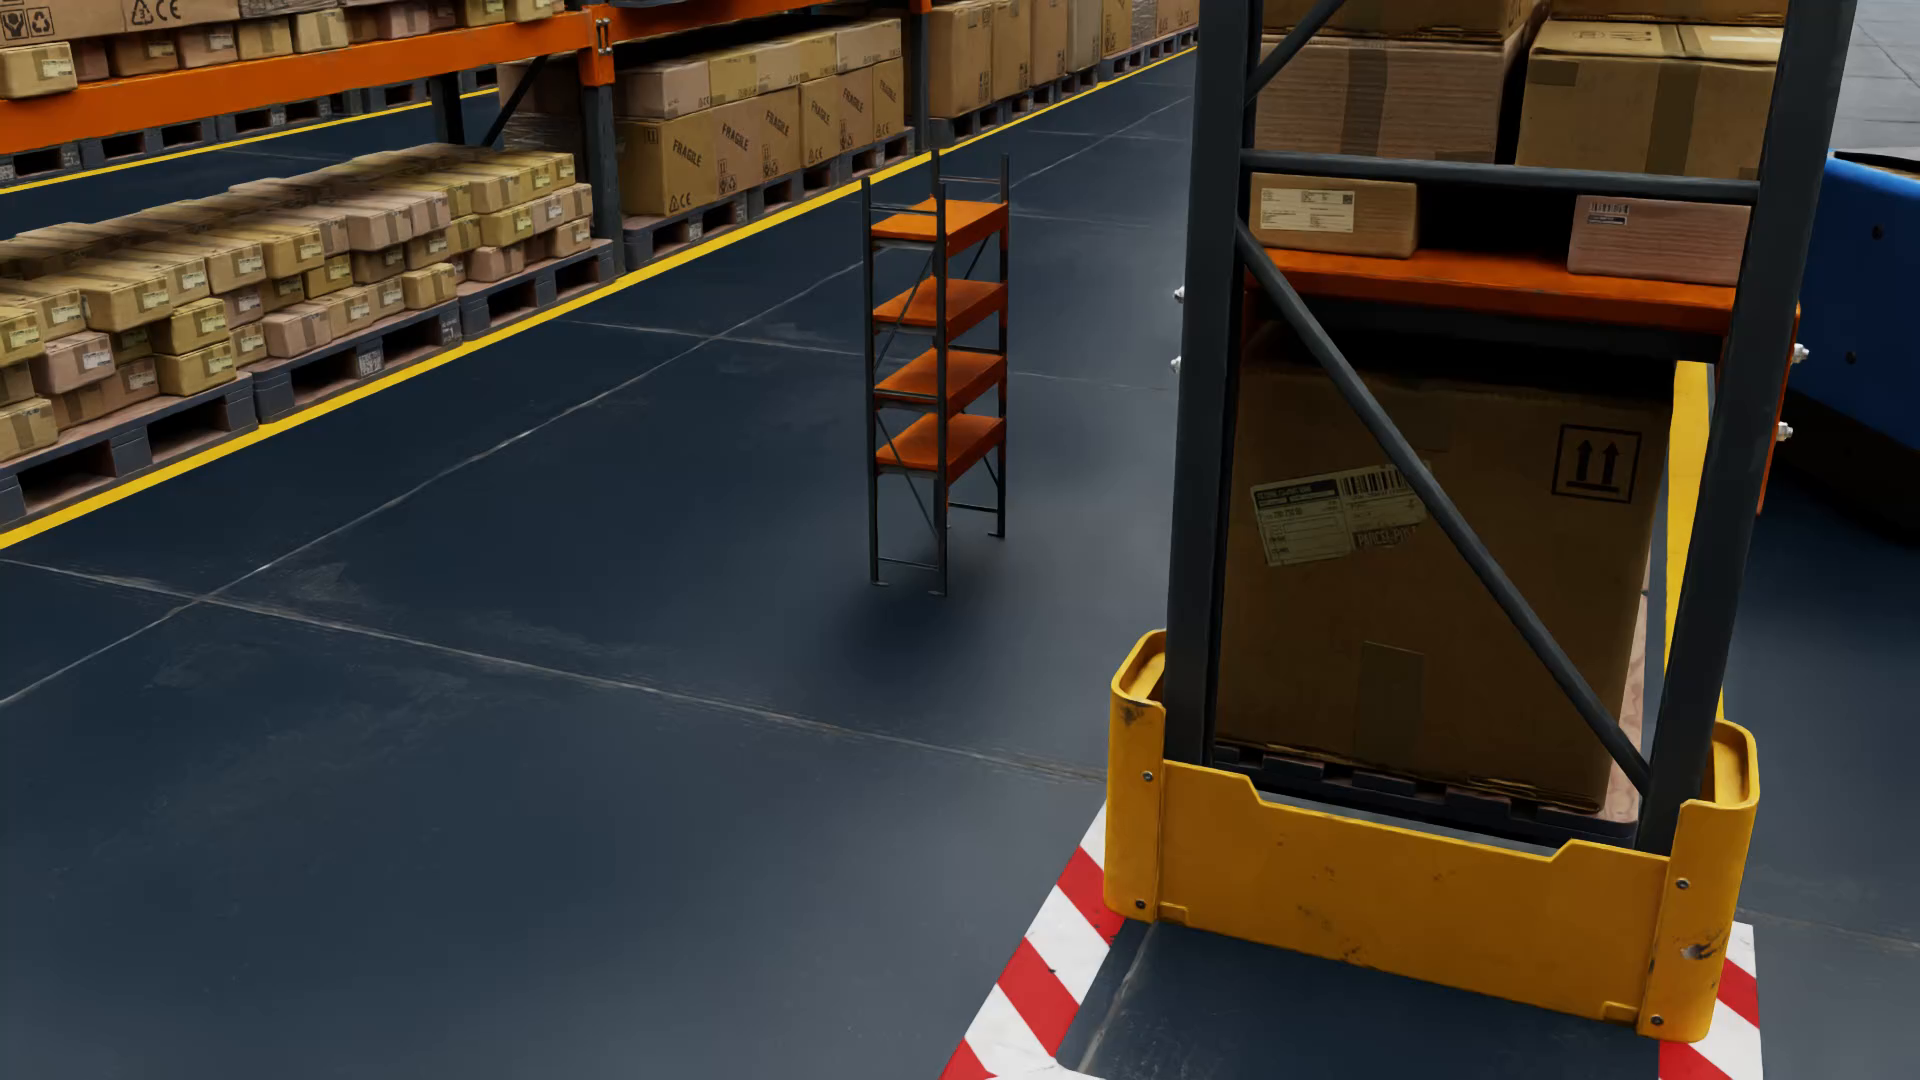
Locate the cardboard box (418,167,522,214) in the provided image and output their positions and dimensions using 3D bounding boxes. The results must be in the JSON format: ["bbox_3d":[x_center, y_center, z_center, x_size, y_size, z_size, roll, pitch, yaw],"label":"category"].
[{"bbox_3d":[-2.223,-1.587,7.540,0.380,0.149,0.250,9,24,20],"label":"cardboard box"}]

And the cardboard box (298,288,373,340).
[{"bbox_3d":[-2.621,-0.930,6.739,0.380,0.149,0.250,9,24,20],"label":"cardboard box"}]

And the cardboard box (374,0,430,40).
[{"bbox_3d":[-2.418,-2.149,6.830,0.380,0.149,0.250,8,24,18],"label":"cardboard box"}]

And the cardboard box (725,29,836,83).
[{"bbox_3d":[-1.094,-2.960,10.169,0.500,0.250,0.500,9,24,21],"label":"cardboard box"}]

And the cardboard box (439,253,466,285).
[{"bbox_3d":[-2.441,-1.214,7.417,0.380,0.149,0.250,8,24,19],"label":"cardboard box"}]

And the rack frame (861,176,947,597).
[{"bbox_3d":[-0.152,-0.407,4.668,0.240,1.200,0.015,9,24,20],"label":"rack frame"}]

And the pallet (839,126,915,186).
[{"bbox_3d":[-0.995,-2.651,11.323,1.003,0.211,1.213,9,24,20],"label":"pallet"}]

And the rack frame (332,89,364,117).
[{"bbox_3d":[-5.336,-4.890,13.065,1.000,3.000,0.127,9,24,20],"label":"rack frame"}]

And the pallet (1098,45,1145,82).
[{"bbox_3d":[1.138,-4.623,16.044,1.003,0.211,1.213,9,24,20],"label":"pallet"}]

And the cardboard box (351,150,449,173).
[{"bbox_3d":[-2.666,-1.755,7.942,0.380,0.149,0.250,10,25,23],"label":"cardboard box"}]

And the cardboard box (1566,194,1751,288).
[{"bbox_3d":[1.331,-0.572,3.054,0.380,0.149,0.250,9,24,21],"label":"cardboard box"}]

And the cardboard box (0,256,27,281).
[{"bbox_3d":[-3.588,-0.926,5.956,0.380,0.149,0.250,8,24,19],"label":"cardboard box"}]

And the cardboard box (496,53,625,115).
[{"bbox_3d":[-2.147,-2.475,9.009,0.500,0.250,0.500,8,24,19],"label":"cardboard box"}]

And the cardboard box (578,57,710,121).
[{"bbox_3d":[-1.669,-2.399,8.827,0.500,0.250,0.500,8,24,18],"label":"cardboard box"}]

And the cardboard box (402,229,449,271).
[{"bbox_3d":[-2.443,-1.277,7.182,0.380,0.149,0.250,9,24,21],"label":"cardboard box"}]

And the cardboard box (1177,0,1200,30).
[{"bbox_3d":[2.078,-6.041,18.034,0.875,0.875,0.875,9,24,20],"label":"cardboard box"}]

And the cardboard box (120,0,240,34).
[{"bbox_3d":[-2.882,-2.028,5.697,0.500,0.500,0.500,9,24,21],"label":"cardboard box"}]

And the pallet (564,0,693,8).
[{"bbox_3d":[-1.770,-2.950,8.670,1.003,0.211,1.213,9,24,20],"label":"pallet"}]

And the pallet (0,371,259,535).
[{"bbox_3d":[-3.312,-0.381,5.888,1.003,0.211,1.213,9,24,20],"label":"pallet"}]

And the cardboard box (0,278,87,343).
[{"bbox_3d":[-3.174,-0.762,5.565,0.380,0.149,0.250,9,24,21],"label":"cardboard box"}]

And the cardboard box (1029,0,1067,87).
[{"bbox_3d":[0.274,-4.225,13.847,1.050,0.750,0.750,9,24,20],"label":"cardboard box"}]

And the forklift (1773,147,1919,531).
[{"bbox_3d":[4.359,-1.581,5.231,3.031,2.935,1.130,-3,23,-7],"label":"forklift"}]

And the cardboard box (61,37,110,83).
[{"bbox_3d":[-3.075,-1.606,5.528,0.380,0.149,0.250,10,25,23],"label":"cardboard box"}]

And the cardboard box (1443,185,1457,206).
[{"bbox_3d":[0.909,-0.850,3.720,0.380,0.149,0.250,9,24,20],"label":"cardboard box"}]

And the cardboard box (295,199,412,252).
[{"bbox_3d":[-2.495,-1.297,6.845,0.380,0.149,0.250,8,24,18],"label":"cardboard box"}]

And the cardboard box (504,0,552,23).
[{"bbox_3d":[-2.072,-2.427,7.493,0.380,0.149,0.250,8,24,19],"label":"cardboard box"}]

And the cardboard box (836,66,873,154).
[{"bbox_3d":[-0.901,-2.800,10.759,0.500,0.500,0.500,10,25,22],"label":"cardboard box"}]

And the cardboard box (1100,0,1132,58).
[{"bbox_3d":[1.081,-5.077,15.725,0.875,0.875,0.875,9,24,21],"label":"cardboard box"}]

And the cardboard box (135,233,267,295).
[{"bbox_3d":[-2.834,-1.032,6.212,0.380,0.149,0.250,10,25,22],"label":"cardboard box"}]

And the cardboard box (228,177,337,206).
[{"bbox_3d":[-2.961,-1.482,7.287,0.380,0.149,0.250,9,24,21],"label":"cardboard box"}]

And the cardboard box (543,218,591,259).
[{"bbox_3d":[-2.018,-1.475,8.044,0.380,0.149,0.250,9,24,21],"label":"cardboard box"}]

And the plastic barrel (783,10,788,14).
[{"bbox_3d":[-1.726,-5.608,18.127,0.421,0.421,0.512,-12,25,-26],"label":"plastic barrel"}]

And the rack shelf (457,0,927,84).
[{"bbox_3d":[-1.446,-3.170,9.880,1.077,0.370,4.000,9,24,20],"label":"rack shelf"}]

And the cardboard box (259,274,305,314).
[{"bbox_3d":[-2.810,-0.999,6.518,0.380,0.149,0.250,10,25,23],"label":"cardboard box"}]

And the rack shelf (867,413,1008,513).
[{"bbox_3d":[-0.061,-0.249,4.979,0.258,0.148,0.480,9,24,20],"label":"rack shelf"}]

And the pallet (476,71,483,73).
[{"bbox_3d":[-4.138,-4.756,16.362,1.003,0.211,1.213,9,24,20],"label":"pallet"}]

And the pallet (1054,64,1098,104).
[{"bbox_3d":[0.566,-4.075,14.732,1.003,0.211,1.213,9,24,20],"label":"pallet"}]

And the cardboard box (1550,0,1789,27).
[{"bbox_3d":[1.508,-1.334,3.389,0.500,0.500,0.500,8,24,19],"label":"cardboard box"}]

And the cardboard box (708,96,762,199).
[{"bbox_3d":[-1.473,-2.242,9.425,0.500,0.500,0.500,10,25,22],"label":"cardboard box"}]

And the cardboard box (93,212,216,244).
[{"bbox_3d":[-3.184,-1.192,6.594,0.380,0.149,0.250,8,24,18],"label":"cardboard box"}]

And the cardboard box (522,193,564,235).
[{"bbox_3d":[-2.100,-1.545,7.824,0.380,0.149,0.250,8,24,18],"label":"cardboard box"}]

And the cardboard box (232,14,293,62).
[{"bbox_3d":[-2.718,-1.873,6.169,0.380,0.149,0.250,10,25,22],"label":"cardboard box"}]

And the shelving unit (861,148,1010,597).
[{"bbox_3d":[-0.061,-0.494,4.877,0.258,1.200,0.503,9,24,20],"label":"shelving unit"}]

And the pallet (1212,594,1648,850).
[{"bbox_3d":[1.117,0.381,4.064,1.003,0.211,1.213,9,24,20],"label":"pallet"}]

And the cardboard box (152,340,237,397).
[{"bbox_3d":[-2.879,-0.646,6.058,0.380,0.149,0.250,9,24,21],"label":"cardboard box"}]

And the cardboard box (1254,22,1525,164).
[{"bbox_3d":[0.827,-0.888,3.292,0.500,0.250,0.500,8,24,19],"label":"cardboard box"}]

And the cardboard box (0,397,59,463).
[{"bbox_3d":[-3.183,-0.375,5.409,0.380,0.149,0.250,9,24,21],"label":"cardboard box"}]

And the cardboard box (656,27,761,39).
[{"bbox_3d":[-1.568,-3.035,10.349,0.500,0.250,0.500,9,24,20],"label":"cardboard box"}]

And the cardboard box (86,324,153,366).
[{"bbox_3d":[-3.079,-0.711,5.829,0.380,0.149,0.250,9,24,21],"label":"cardboard box"}]

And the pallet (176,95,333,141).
[{"bbox_3d":[-5.699,-3.332,12.953,1.003,0.211,1.213,9,24,20],"label":"pallet"}]
